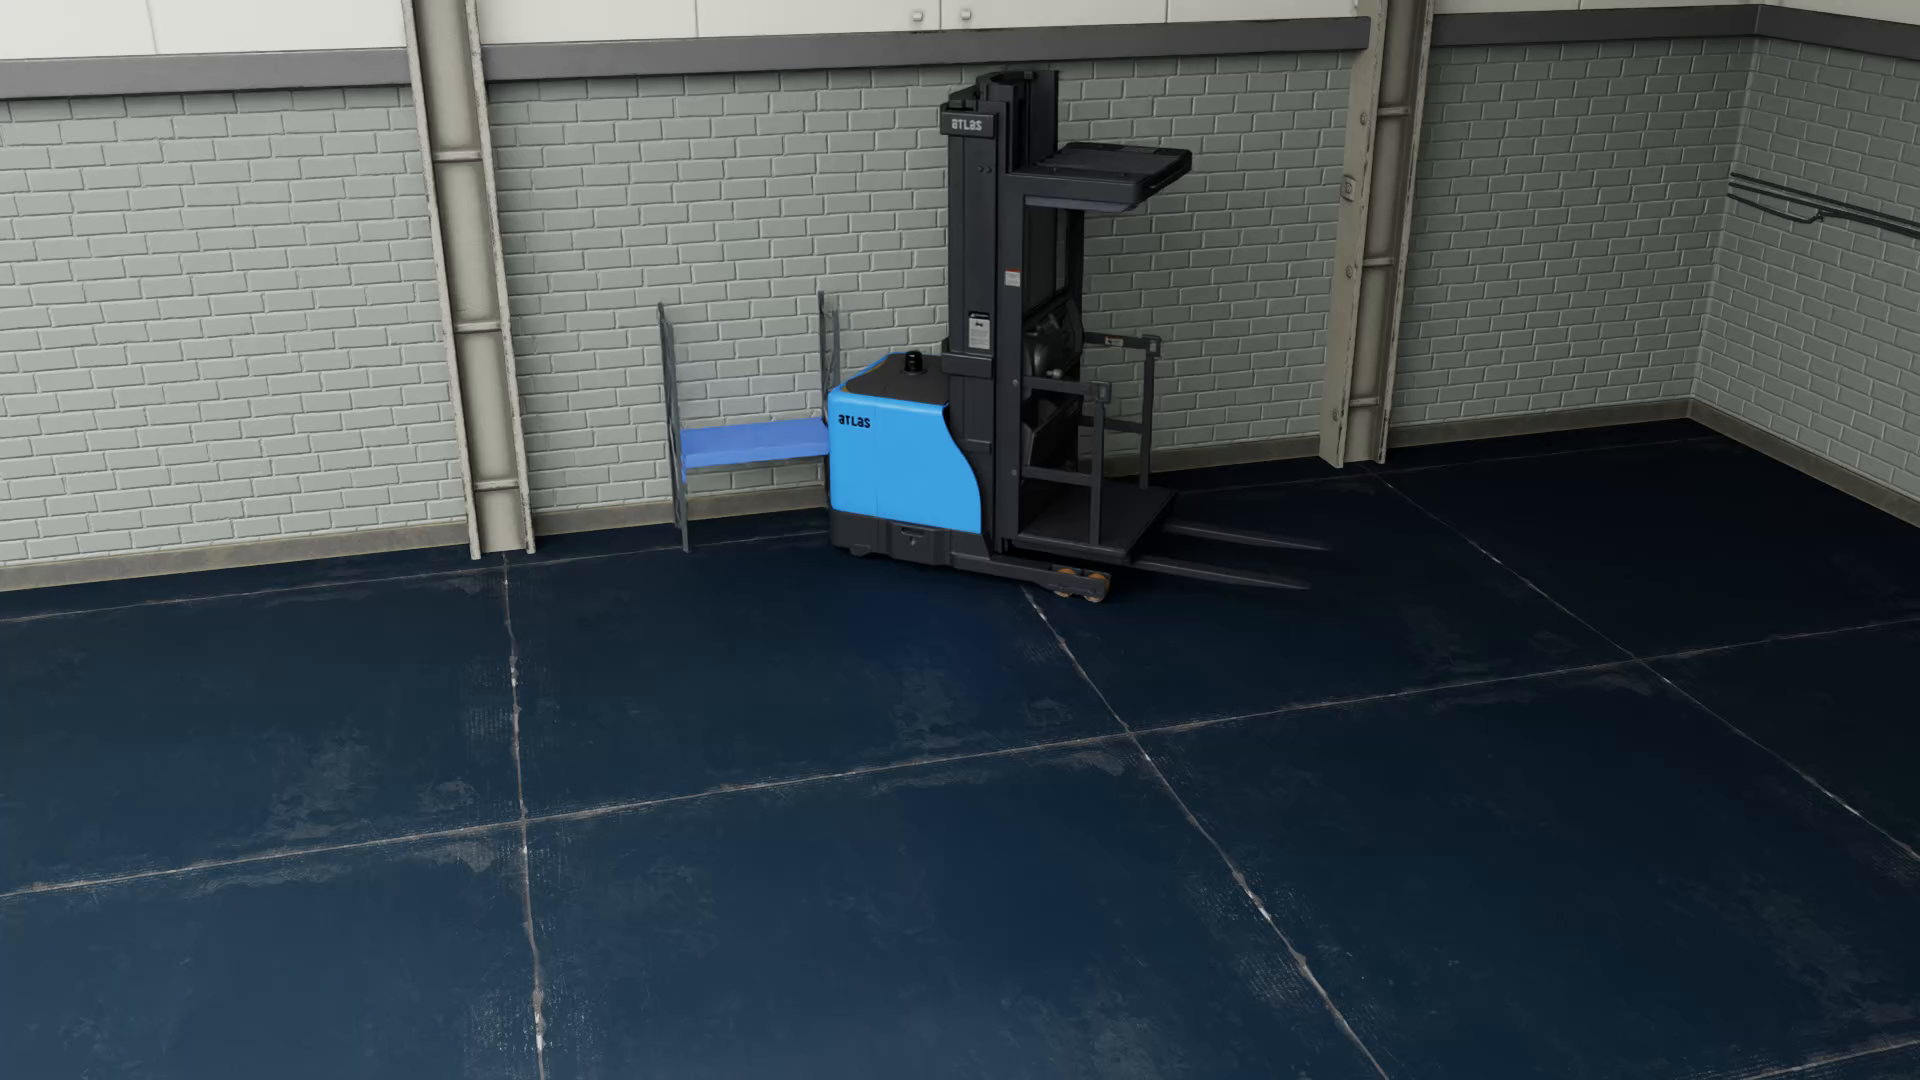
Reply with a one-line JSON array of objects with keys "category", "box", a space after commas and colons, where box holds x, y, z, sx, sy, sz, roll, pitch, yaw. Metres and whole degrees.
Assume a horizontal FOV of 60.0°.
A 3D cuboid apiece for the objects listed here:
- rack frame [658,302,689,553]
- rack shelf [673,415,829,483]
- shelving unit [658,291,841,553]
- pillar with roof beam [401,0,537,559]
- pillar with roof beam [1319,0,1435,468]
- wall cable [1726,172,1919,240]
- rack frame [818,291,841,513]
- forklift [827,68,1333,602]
[{"category": "rack frame", "box": [-1.806, -0.702, 10.482, 0.032, 1.500, 0.500, -6, 24, -15]}, {"category": "rack shelf", "box": [-1.317, -0.592, 10.681, 1.000, 0.185, 0.538, -6, 24, -15]}, {"category": "shelving unit", "box": [-1.317, -0.757, 10.610, 1.048, 1.500, 0.538, -6, 24, -15]}, {"category": "pillar with roof beam", "box": [-1.760, -2.457, 5.065, 0.400, 9.000, 9.100, -6, 24, -14]}, {"category": "pillar with roof beam", "box": [4.017, -3.096, 6.554, 0.400, 9.000, 9.100, -6, 24, -14]}, {"category": "wall cable", "box": [6.048, -3.116, 10.537, 0.112, 2.526, 3.097, -6, 24, -14]}, {"category": "rack frame", "box": [-0.828, -0.813, 10.737, 0.032, 1.500, 0.500, -6, 24, -15]}, {"category": "forklift", "box": [0.740, -1.215, 9.865, 3.031, 2.935, 1.130, 9, 25, 21]}]
